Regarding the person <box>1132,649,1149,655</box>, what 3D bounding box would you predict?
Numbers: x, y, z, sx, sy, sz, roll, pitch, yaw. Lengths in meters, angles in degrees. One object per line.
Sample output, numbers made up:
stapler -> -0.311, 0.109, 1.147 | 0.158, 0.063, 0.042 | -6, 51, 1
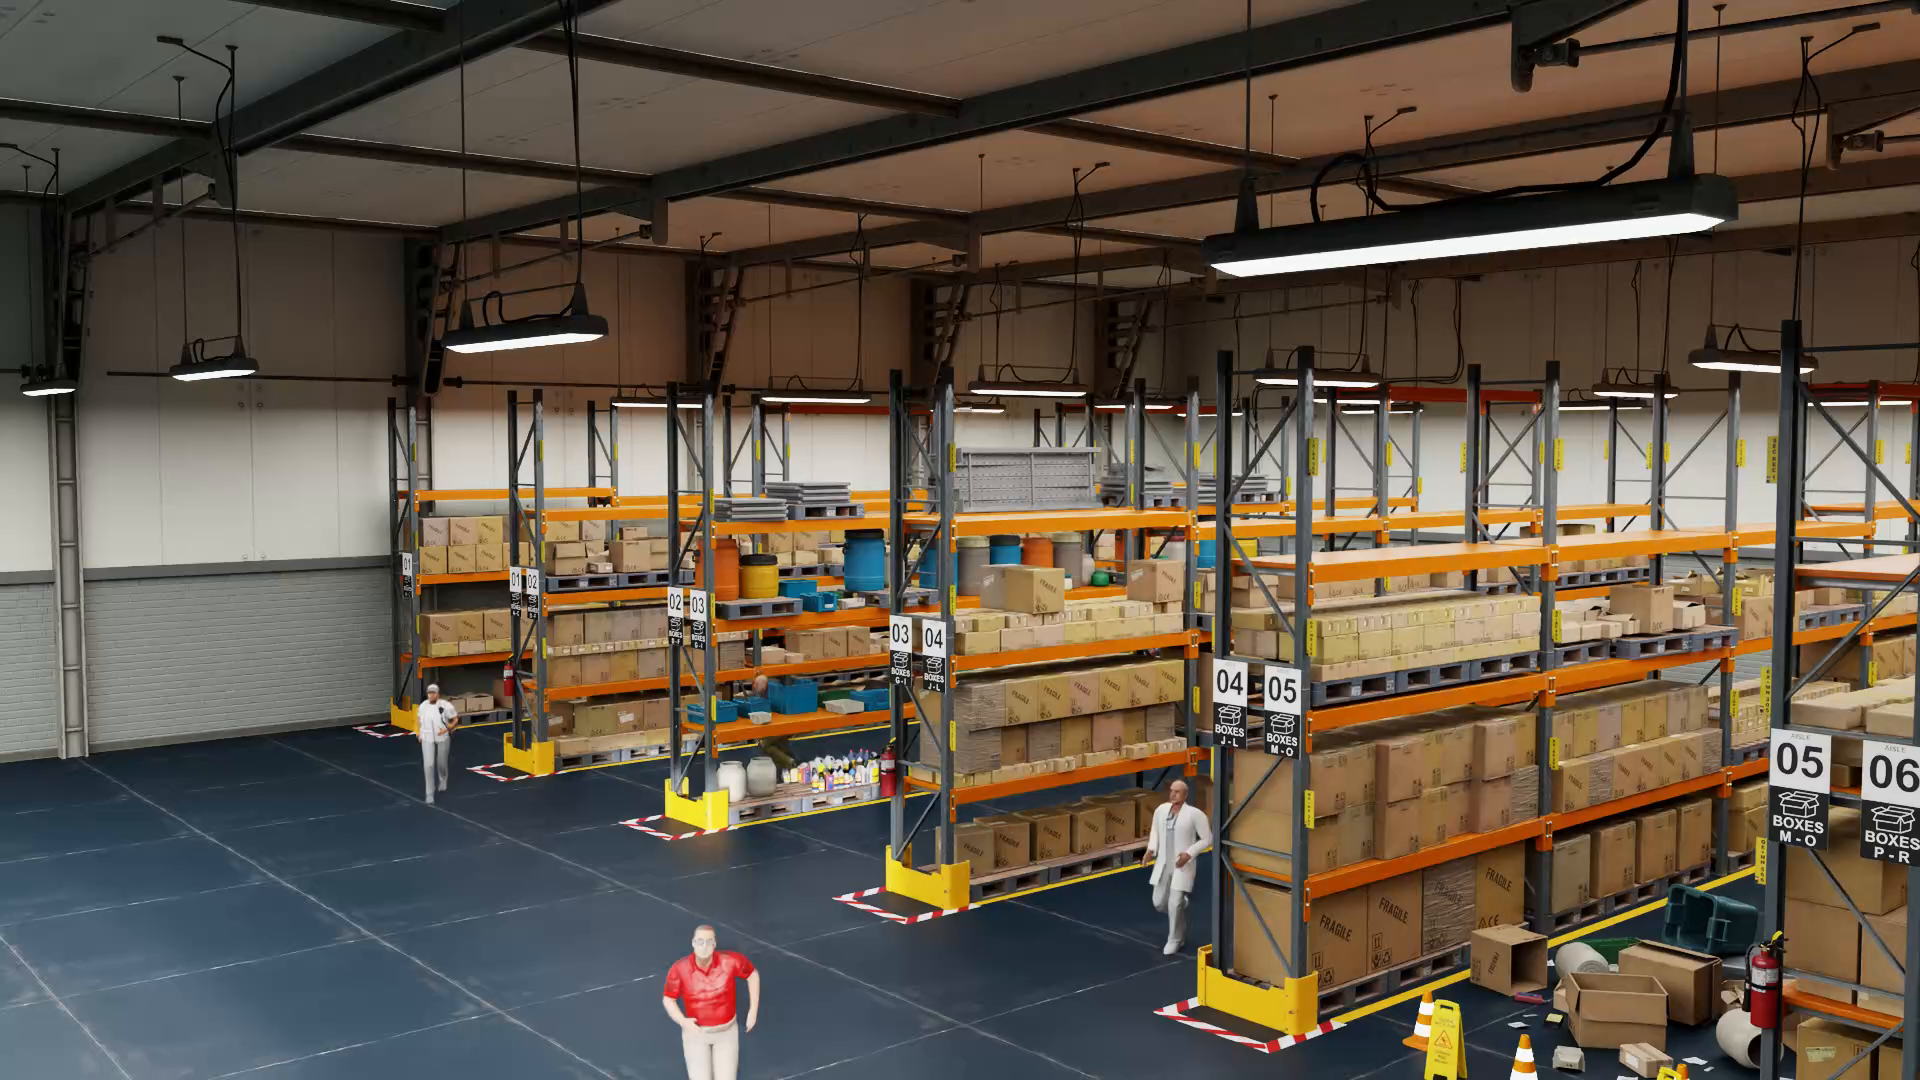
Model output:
person -> 3.283, 2.299, 30.637 | 0.692, 1.731, 0.566 | -2, 4, -35

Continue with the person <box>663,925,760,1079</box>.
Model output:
person -> -1.818, 3.633, 12.186 | 0.703, 1.684, 0.697 | 0, 3, -8

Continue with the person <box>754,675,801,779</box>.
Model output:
person -> -2.771, 2.865, 25.221 | 0.982, 1.651, 0.748 | -1, 4, -23

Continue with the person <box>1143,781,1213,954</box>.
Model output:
person -> 2.227, 3.322, 16.981 | 0.723, 1.747, 0.634 | 2, 4, 35

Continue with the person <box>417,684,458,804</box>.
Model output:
person -> -7.589, 2.928, 24.157 | 0.603, 1.705, 0.805 | -1, 3, -10
